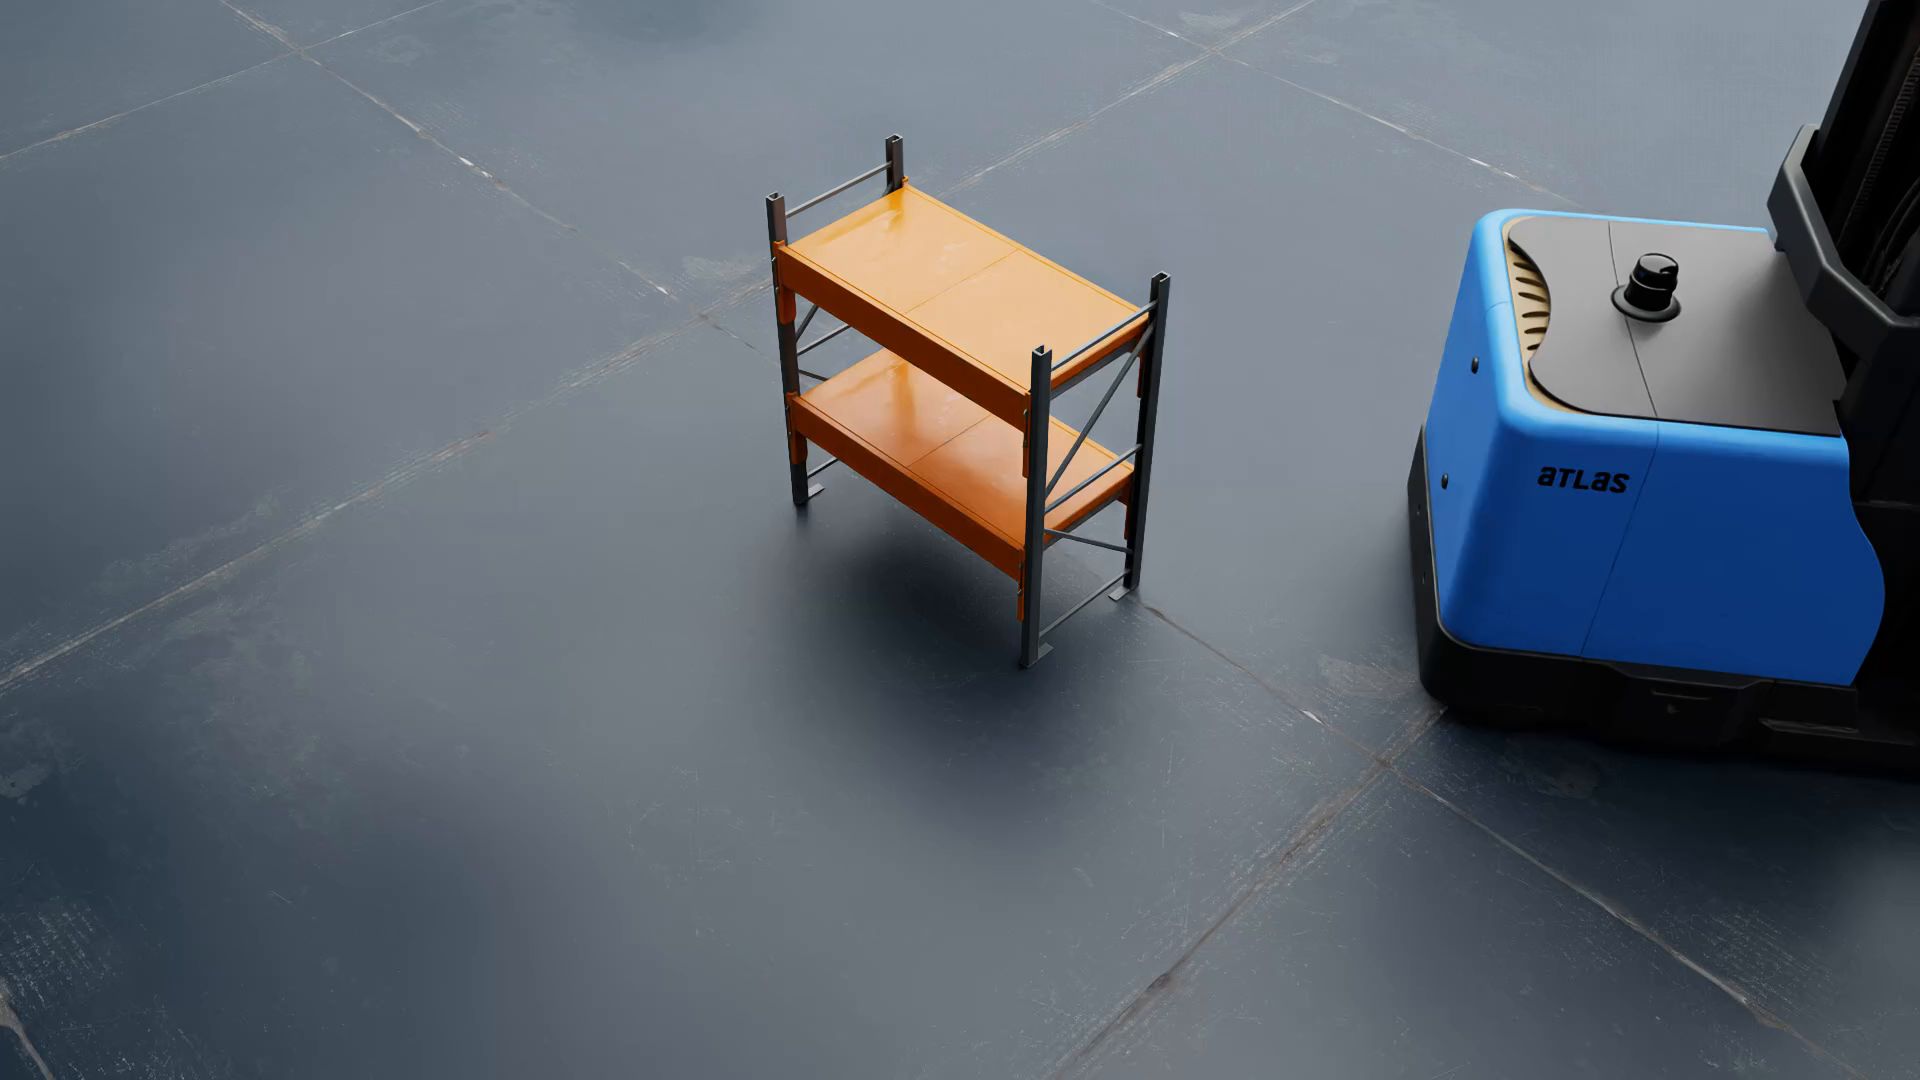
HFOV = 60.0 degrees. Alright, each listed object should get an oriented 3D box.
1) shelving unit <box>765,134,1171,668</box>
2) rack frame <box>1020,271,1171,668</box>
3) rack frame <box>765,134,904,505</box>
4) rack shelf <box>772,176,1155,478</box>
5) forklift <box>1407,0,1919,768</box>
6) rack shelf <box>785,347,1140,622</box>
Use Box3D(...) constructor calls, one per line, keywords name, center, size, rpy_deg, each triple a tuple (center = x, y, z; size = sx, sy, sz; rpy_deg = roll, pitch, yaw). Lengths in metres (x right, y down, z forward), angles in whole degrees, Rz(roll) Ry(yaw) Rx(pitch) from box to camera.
Box3D(name="shelving unit", center=(0.005, -0.410, 4.865), size=(0.538, 1.125, 1.048), rpy_deg=(-34, 53, -31))
Box3D(name="rack frame", center=(0.364, -0.166, 4.600), size=(0.500, 1.125, 0.032), rpy_deg=(-34, 53, -31))
Box3D(name="rack frame", center=(-0.354, -0.654, 5.129), size=(0.500, 1.125, 0.032), rpy_deg=(-34, 53, -31))
Box3D(name="rack shelf", center=(0.005, -0.625, 4.666), size=(0.538, 0.278, 1.000), rpy_deg=(-34, 53, -31))
Box3D(name="forklift", center=(2.868, -0.759, 3.912), size=(3.031, 2.935, 1.130), rpy_deg=(6, 43, 6))
Box3D(name="rack shelf", center=(0.005, -0.230, 5.031), size=(0.538, 0.278, 1.000), rpy_deg=(-34, 53, -31))
